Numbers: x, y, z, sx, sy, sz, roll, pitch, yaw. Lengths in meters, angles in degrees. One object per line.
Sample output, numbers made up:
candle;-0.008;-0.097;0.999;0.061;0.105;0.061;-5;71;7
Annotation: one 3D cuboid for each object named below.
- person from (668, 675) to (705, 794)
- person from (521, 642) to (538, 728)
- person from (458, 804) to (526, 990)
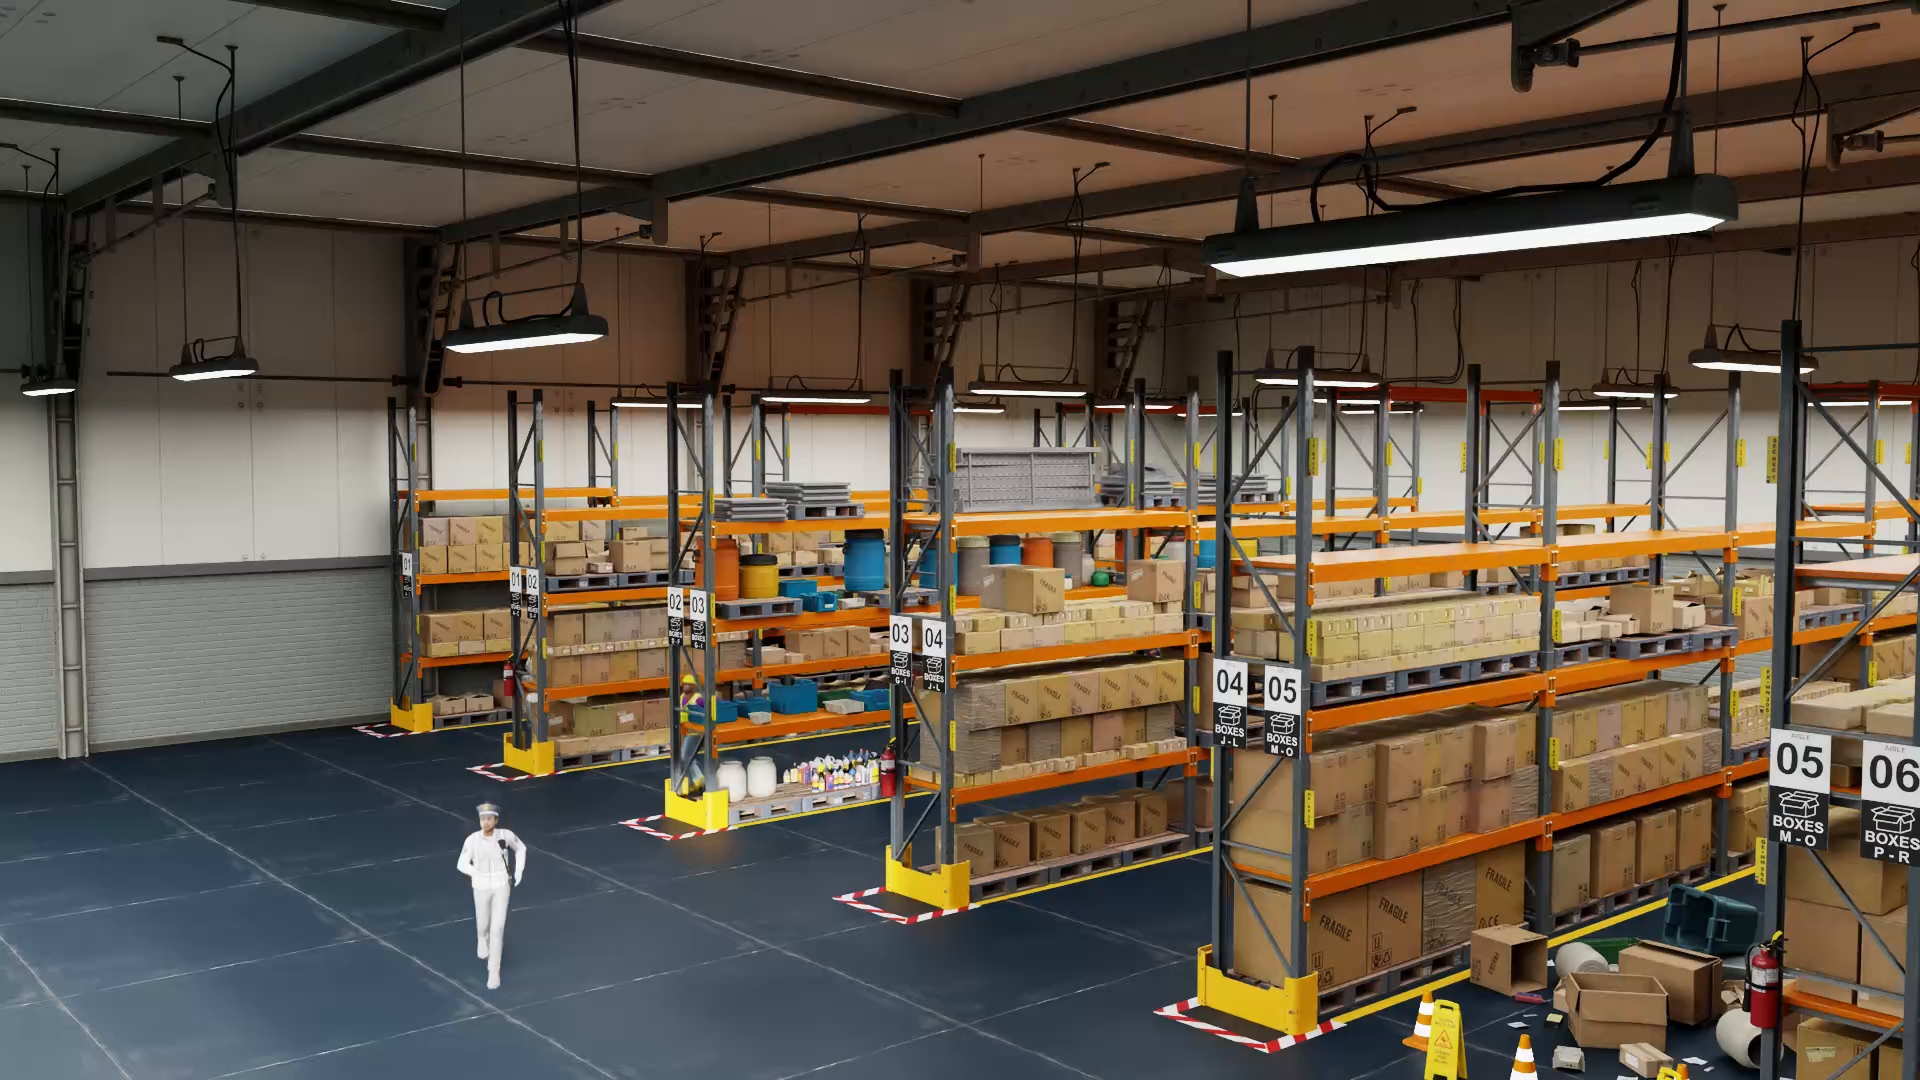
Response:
person;-3.996;2.854;24.448;0.677;1.741;0.664;3;4;37
person;-7.244;2.631;28.499;0.826;1.763;0.723;-3;4;-41
person;-4.529;3.377;16.102;0.622;1.717;0.889;-1;3;-9
